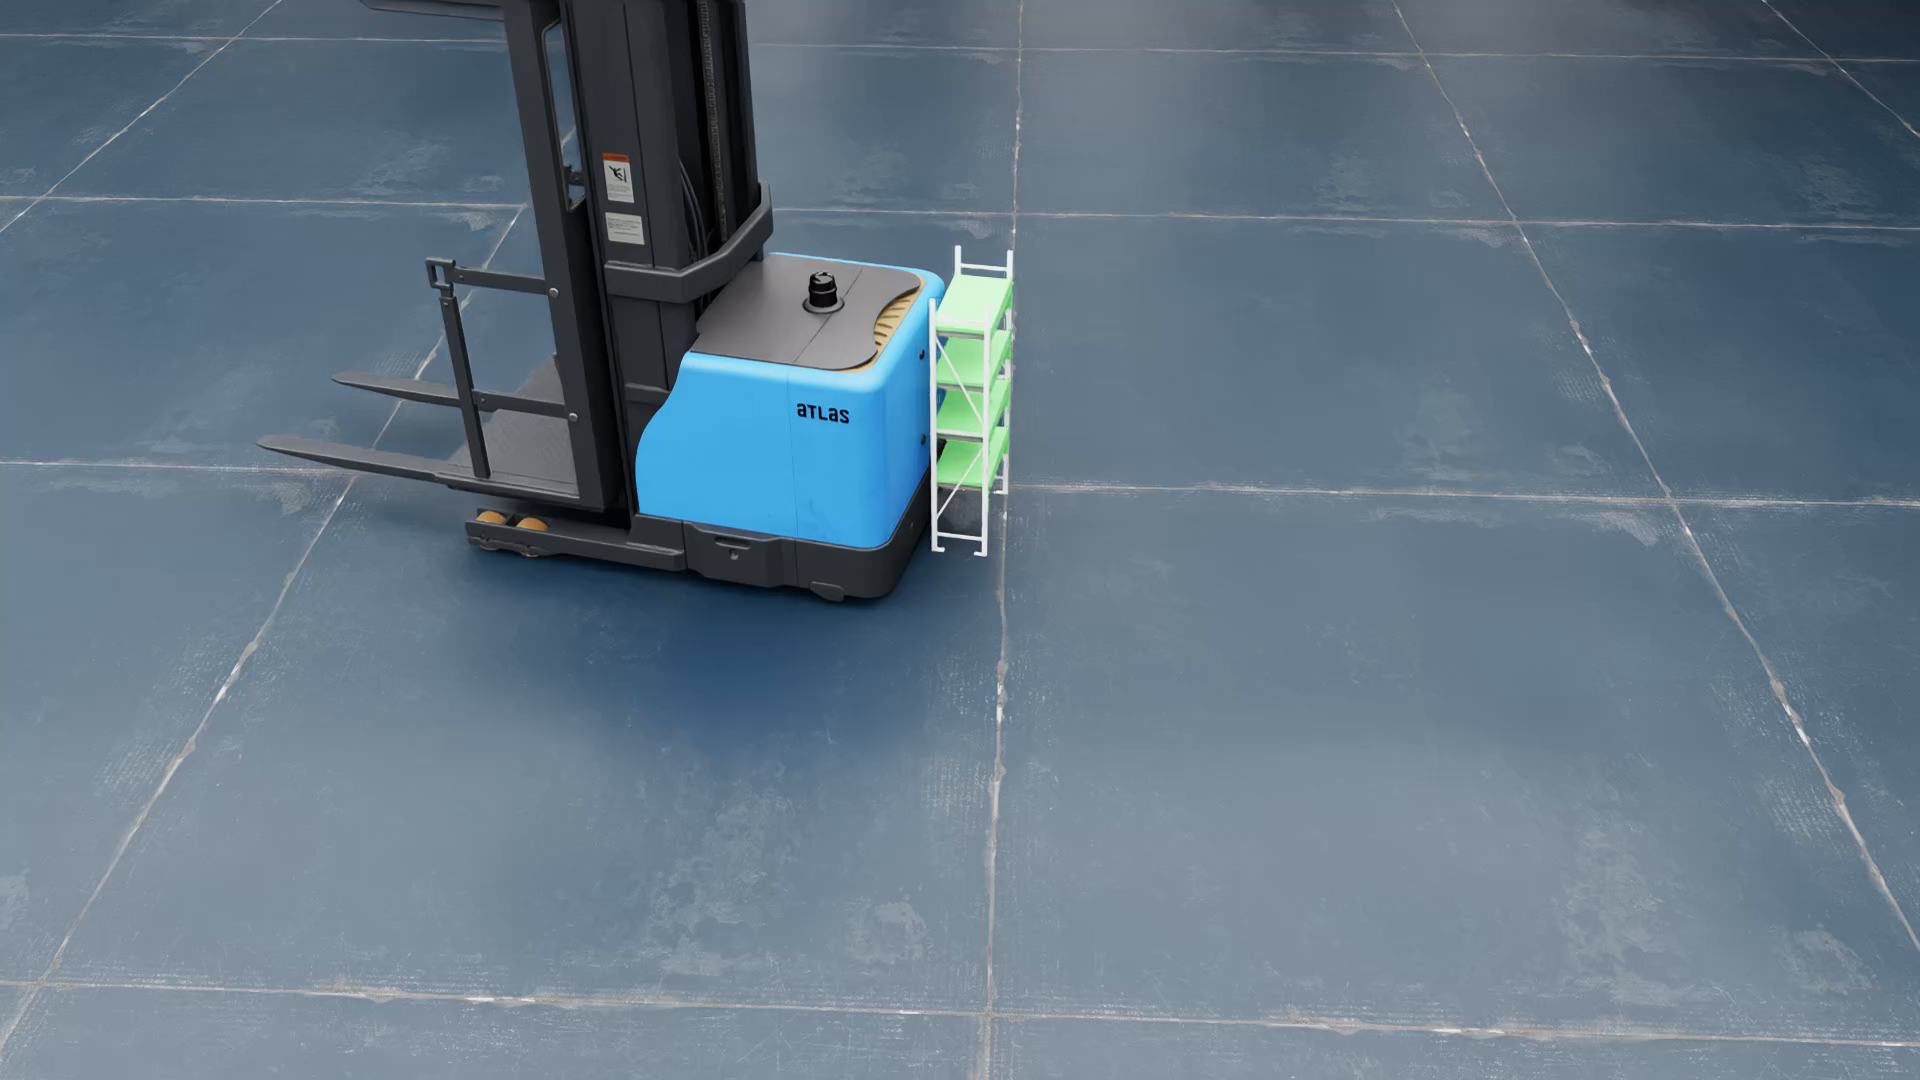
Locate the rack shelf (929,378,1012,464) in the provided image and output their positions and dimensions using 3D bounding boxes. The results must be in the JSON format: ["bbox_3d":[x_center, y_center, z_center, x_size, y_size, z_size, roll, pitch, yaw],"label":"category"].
[{"bbox_3d":[0.049,-0.523,7.060,0.258,0.148,0.480,7,36,10],"label":"rack shelf"}]

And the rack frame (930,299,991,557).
[{"bbox_3d":[-0.001,-0.437,6.828,0.240,1.200,0.015,7,36,10],"label":"rack frame"}]

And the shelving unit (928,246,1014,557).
[{"bbox_3d":[0.049,-0.575,7.023,0.258,1.200,0.503,7,36,10],"label":"shelving unit"}]

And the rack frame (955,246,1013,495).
[{"bbox_3d":[0.099,-0.713,7.218,0.240,1.200,0.015,7,36,10],"label":"rack frame"}]

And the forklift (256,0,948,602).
[{"bbox_3d":[-1.625,-1.408,6.704,3.031,2.935,1.130,9,36,12],"label":"forklift"}]

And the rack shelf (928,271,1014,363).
[{"bbox_3d":[0.050,-0.915,6.782,0.258,0.148,0.480,7,36,10],"label":"rack shelf"}]

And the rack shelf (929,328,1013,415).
[{"bbox_3d":[0.049,-0.719,6.921,0.258,0.148,0.480,7,36,10],"label":"rack shelf"}]

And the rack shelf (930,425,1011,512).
[{"bbox_3d":[0.048,-0.327,7.198,0.258,0.148,0.480,7,36,10],"label":"rack shelf"}]
